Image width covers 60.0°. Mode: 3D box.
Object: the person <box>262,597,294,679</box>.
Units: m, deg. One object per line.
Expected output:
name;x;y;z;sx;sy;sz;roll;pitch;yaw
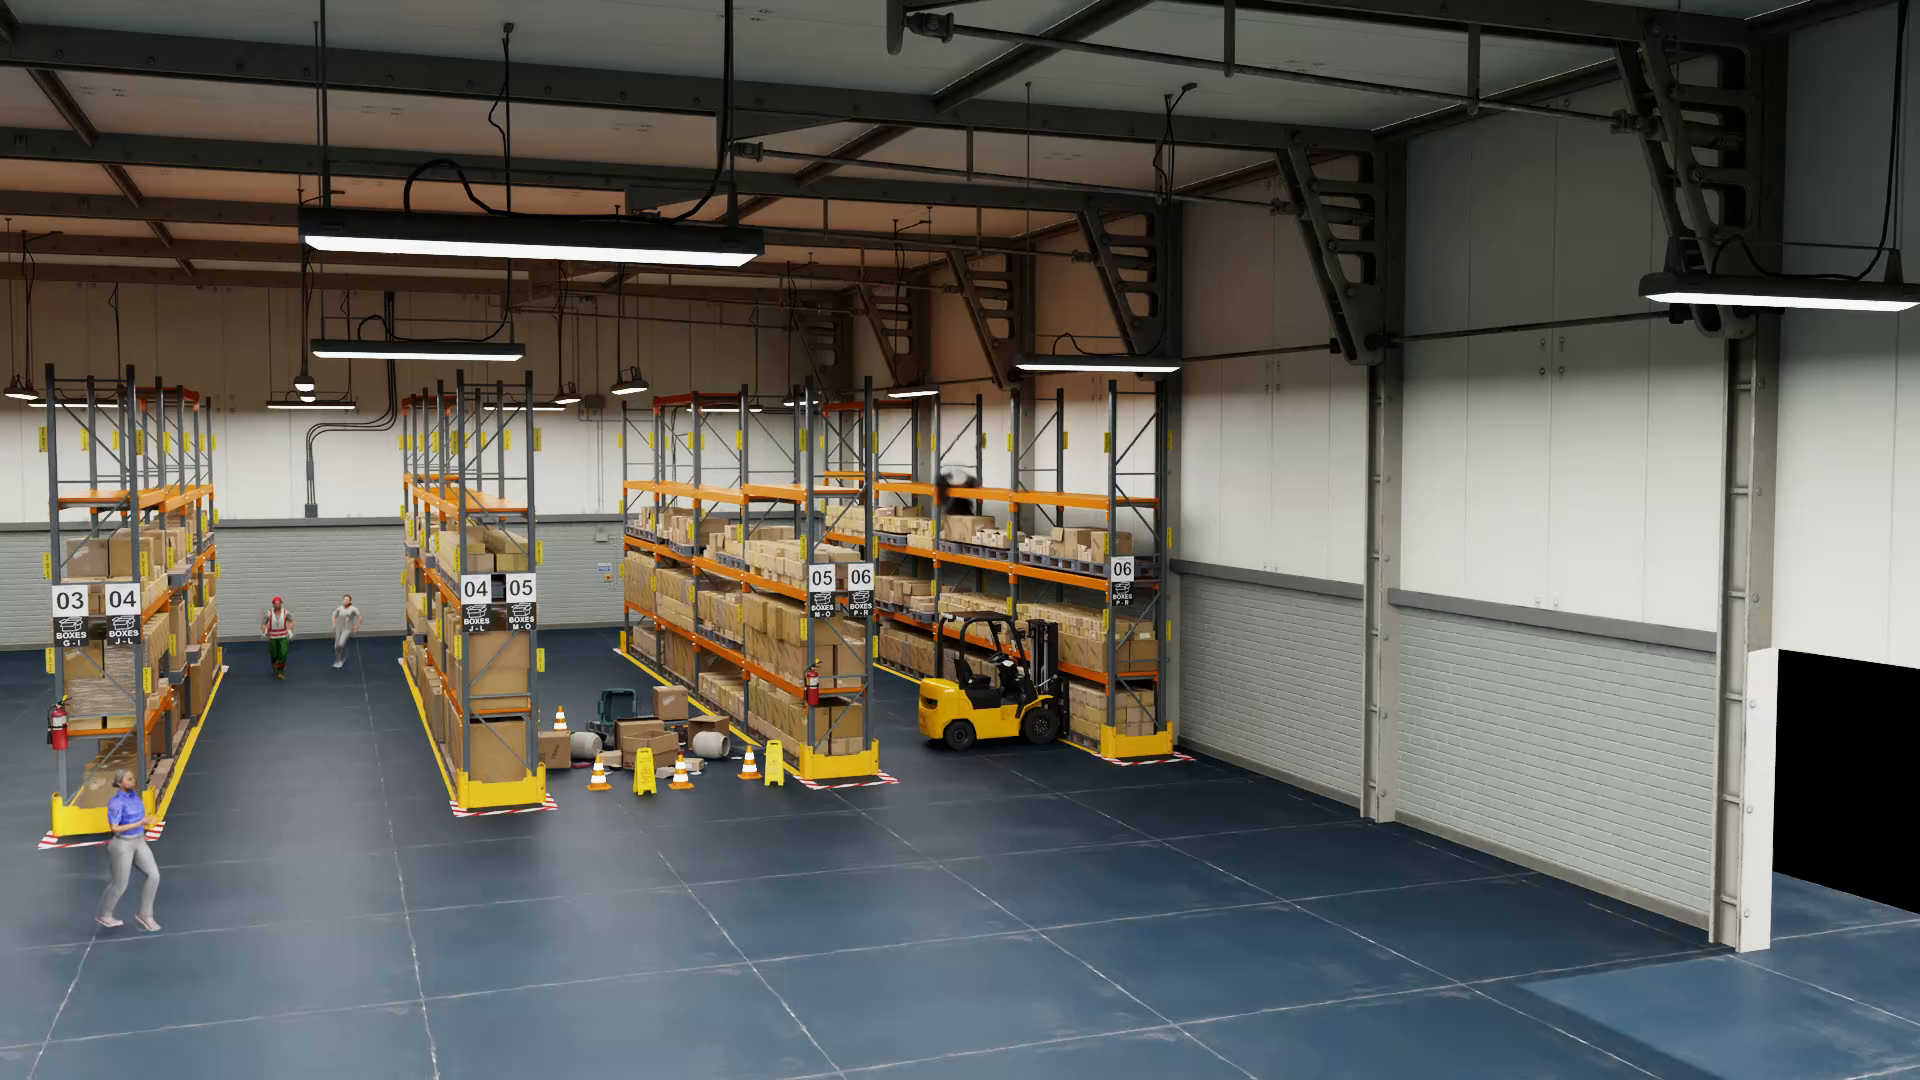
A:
person;-14.542;2.072;35.469;0.648;1.748;0.712;-2;4;-26

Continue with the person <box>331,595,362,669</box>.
person;-13.664;2.026;36.949;0.634;1.636;0.638;0;3;3

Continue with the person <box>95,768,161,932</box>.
person;-8.500;3.184;17.001;0.714;1.715;0.556;1;3;10
